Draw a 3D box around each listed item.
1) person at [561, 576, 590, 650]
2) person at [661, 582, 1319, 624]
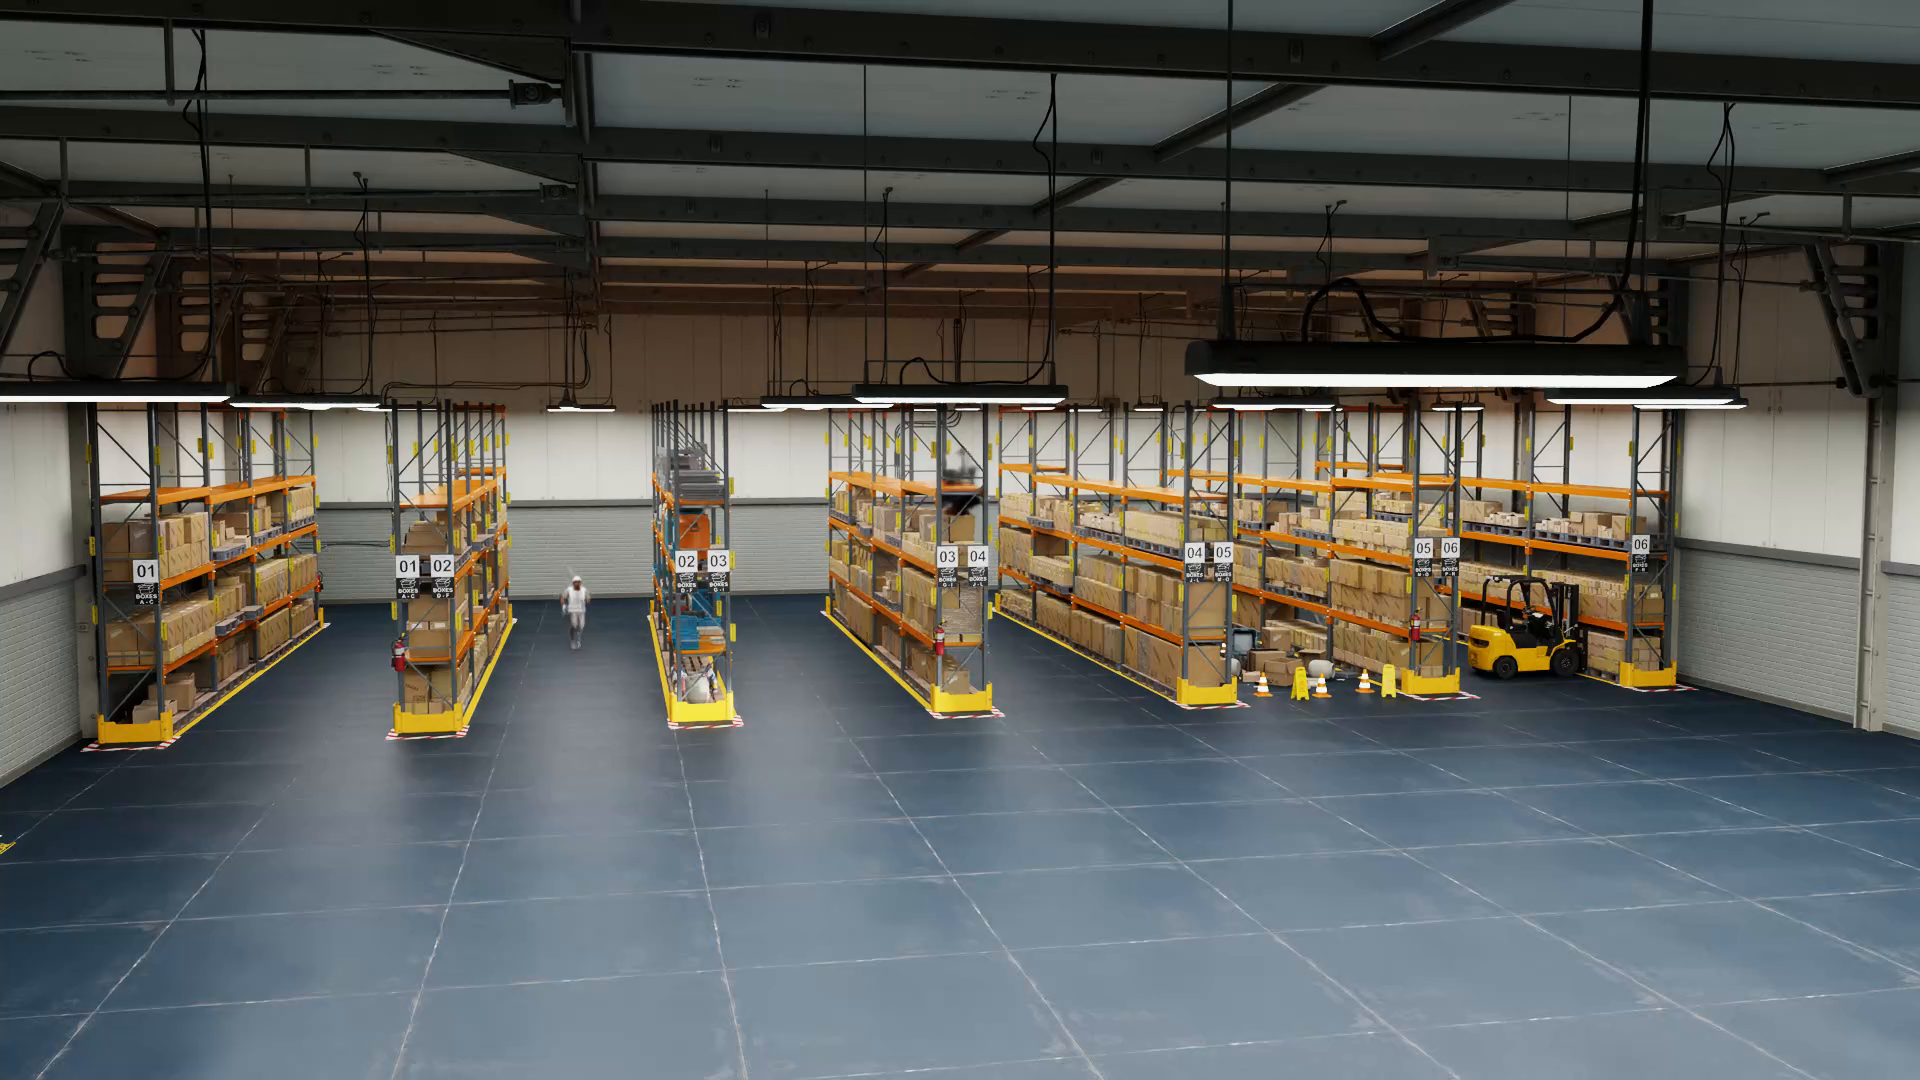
[{"bbox_3d":[-9.329,1.783,40.528,0.655,1.791,0.711,-2,5,-28],"label":"person"},{"bbox_3d":[1.155,1.675,42.666,17.068,1.731,3.422,-1,5,-19],"label":"person"}]
